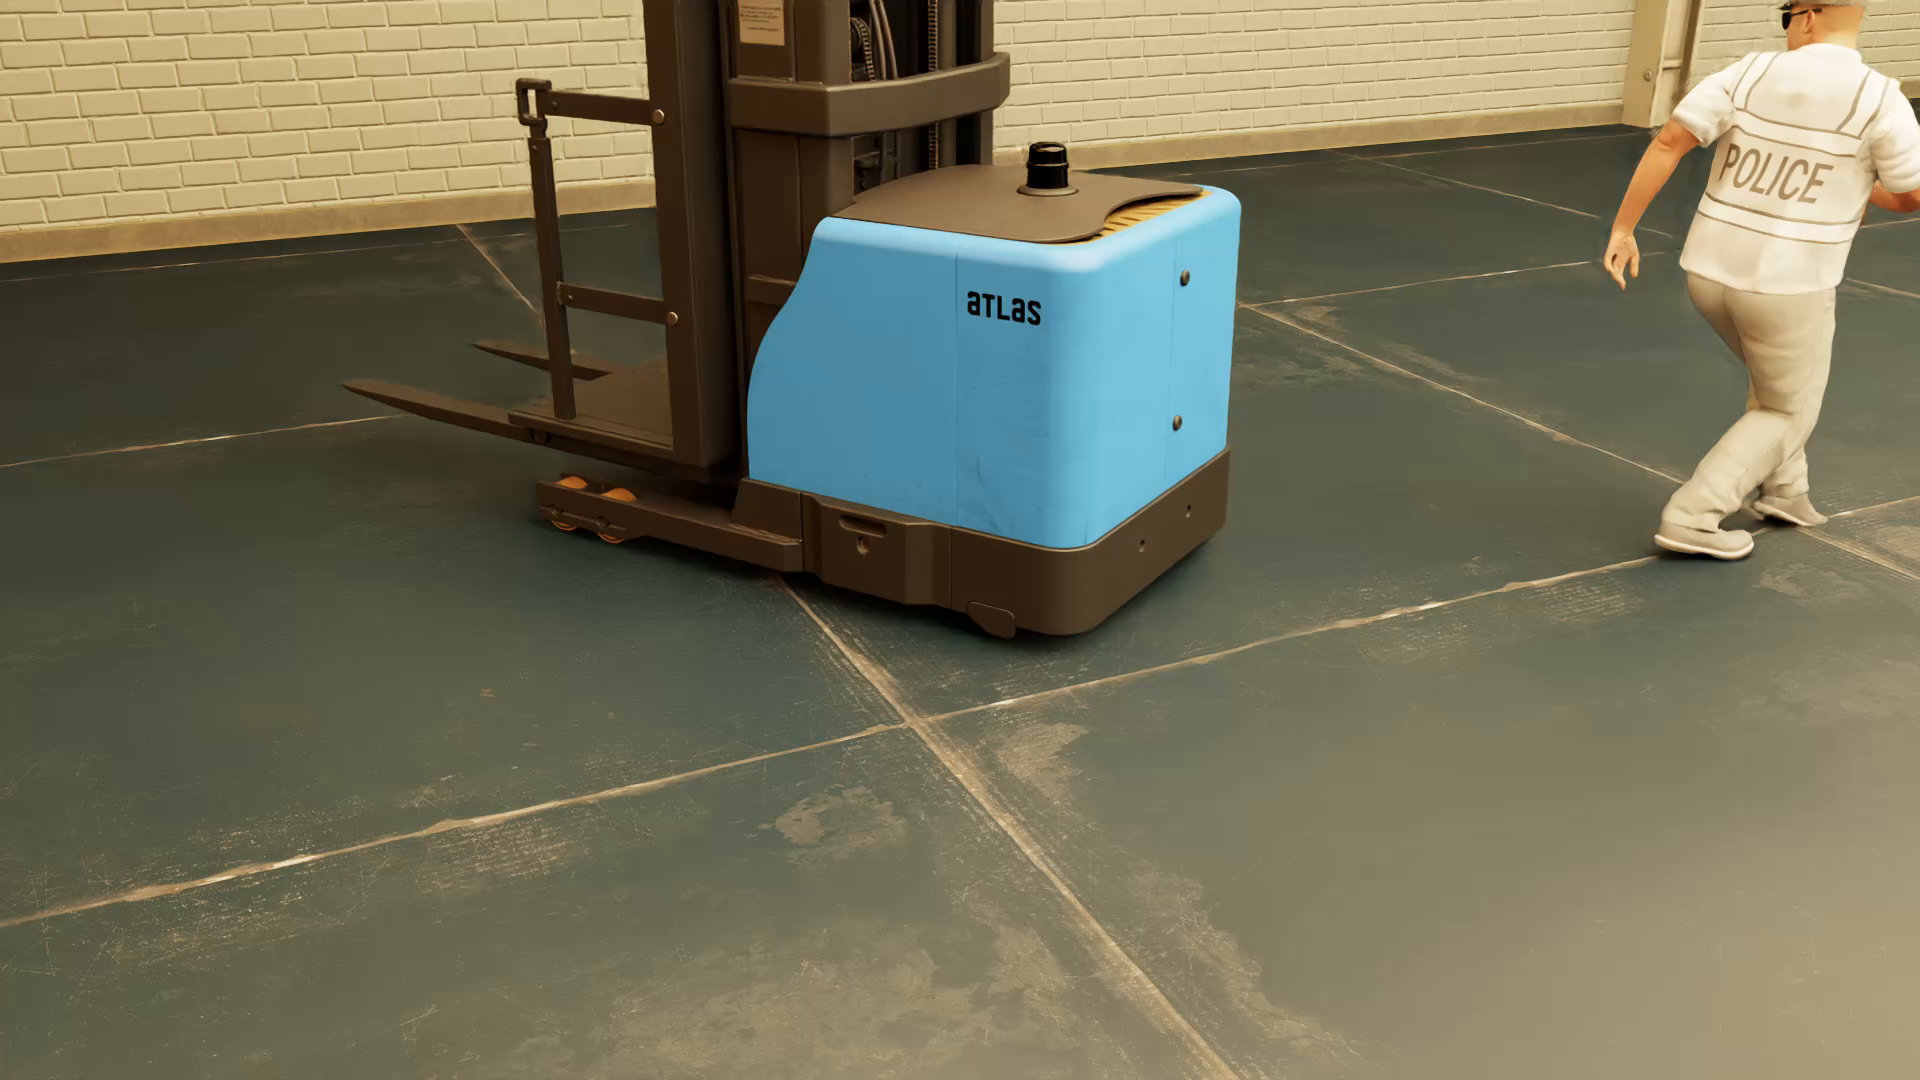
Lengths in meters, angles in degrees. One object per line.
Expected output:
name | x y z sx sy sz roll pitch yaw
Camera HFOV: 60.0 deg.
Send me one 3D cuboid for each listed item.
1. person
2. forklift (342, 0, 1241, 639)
person | 2.366 -0.747 4.790 0.915 1.735 0.579 -10 25 -23
forklift | -0.714 -1.500 4.896 3.031 2.935 1.130 13 26 29
